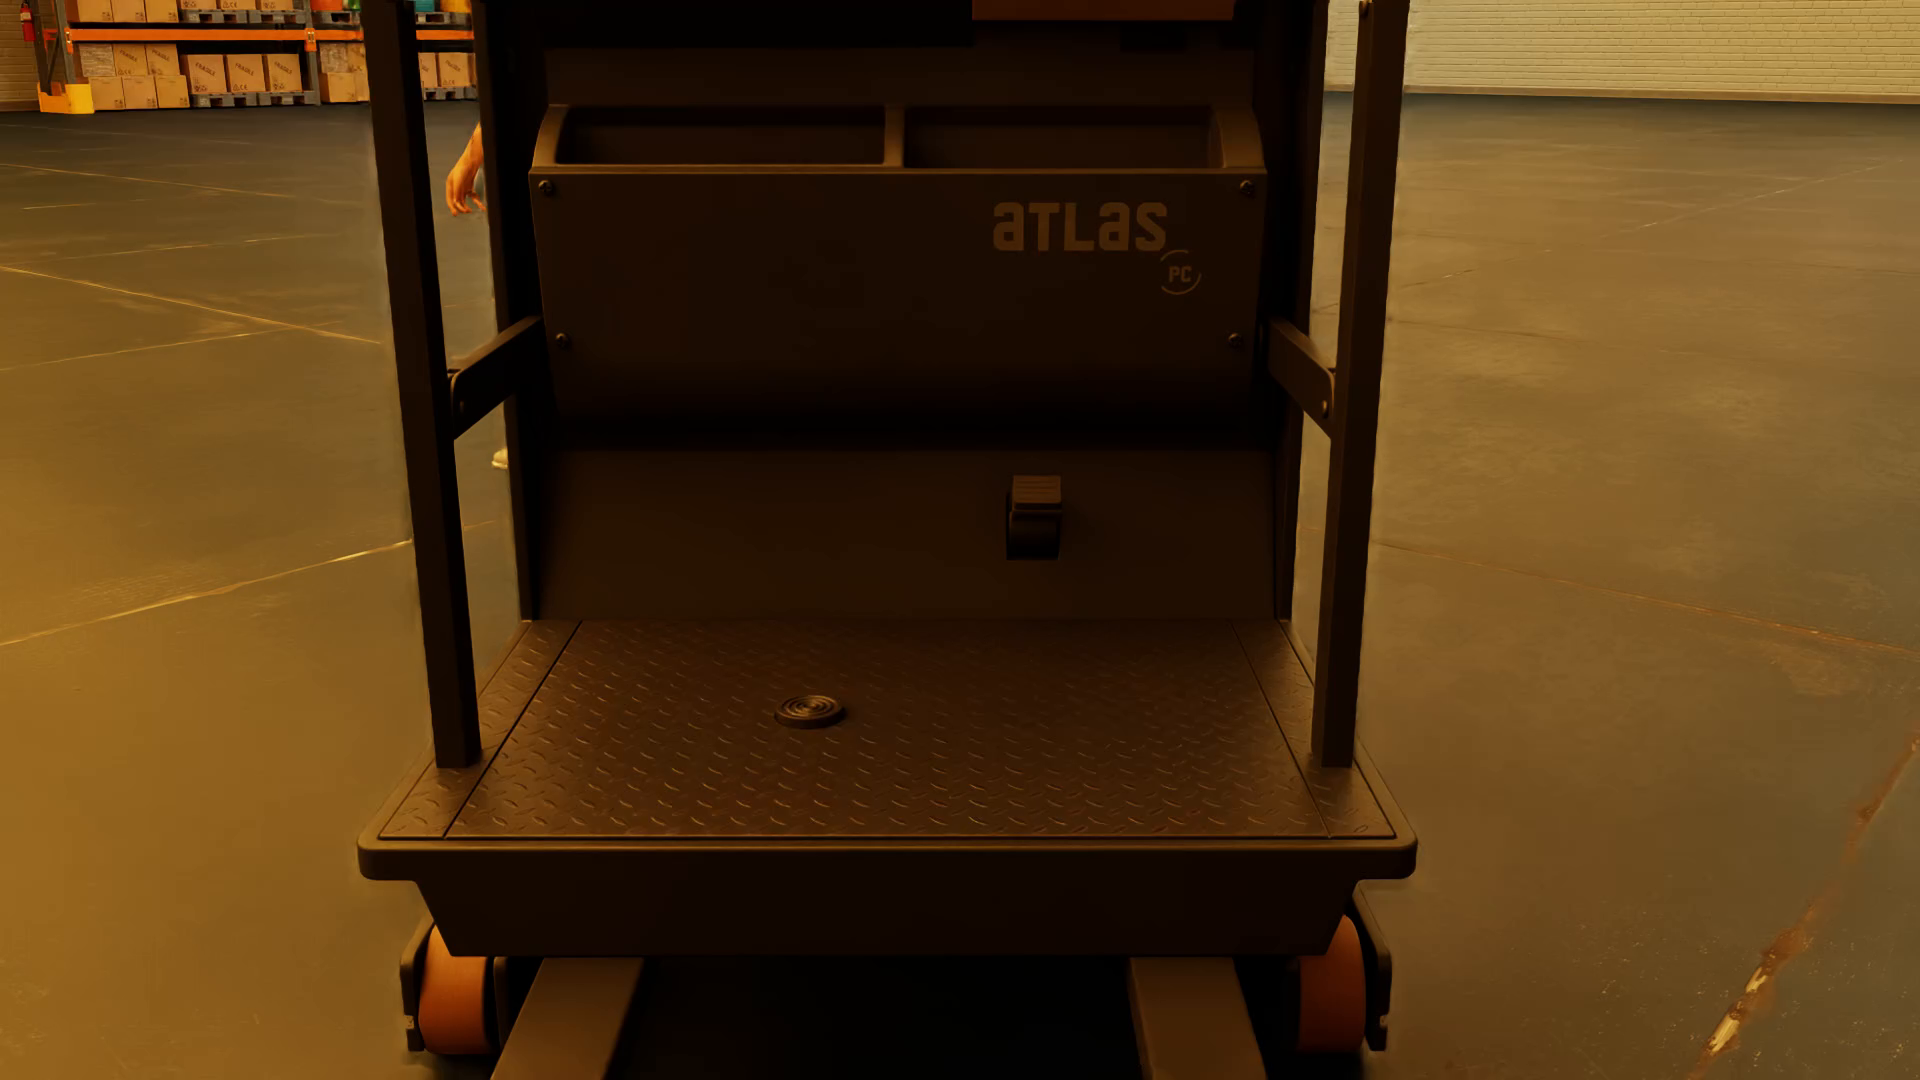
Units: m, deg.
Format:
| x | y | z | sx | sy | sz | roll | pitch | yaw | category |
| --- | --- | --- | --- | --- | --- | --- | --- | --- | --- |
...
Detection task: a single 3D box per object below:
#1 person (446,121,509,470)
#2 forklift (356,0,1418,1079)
| x | y | z | sx | sy | sz | roll | pitch | yaw | category |
| --- | --- | --- | --- | --- | --- | --- | --- | --- | --- |
| -0.968 | -0.923 | 4.226 | 0.868 | 1.618 | 0.452 | 15 | 22 | 40 | person |
| -0.075 | -0.887 | 1.818 | 1.130 | 2.935 | 3.031 | 0 | 17 | 0 | forklift |
